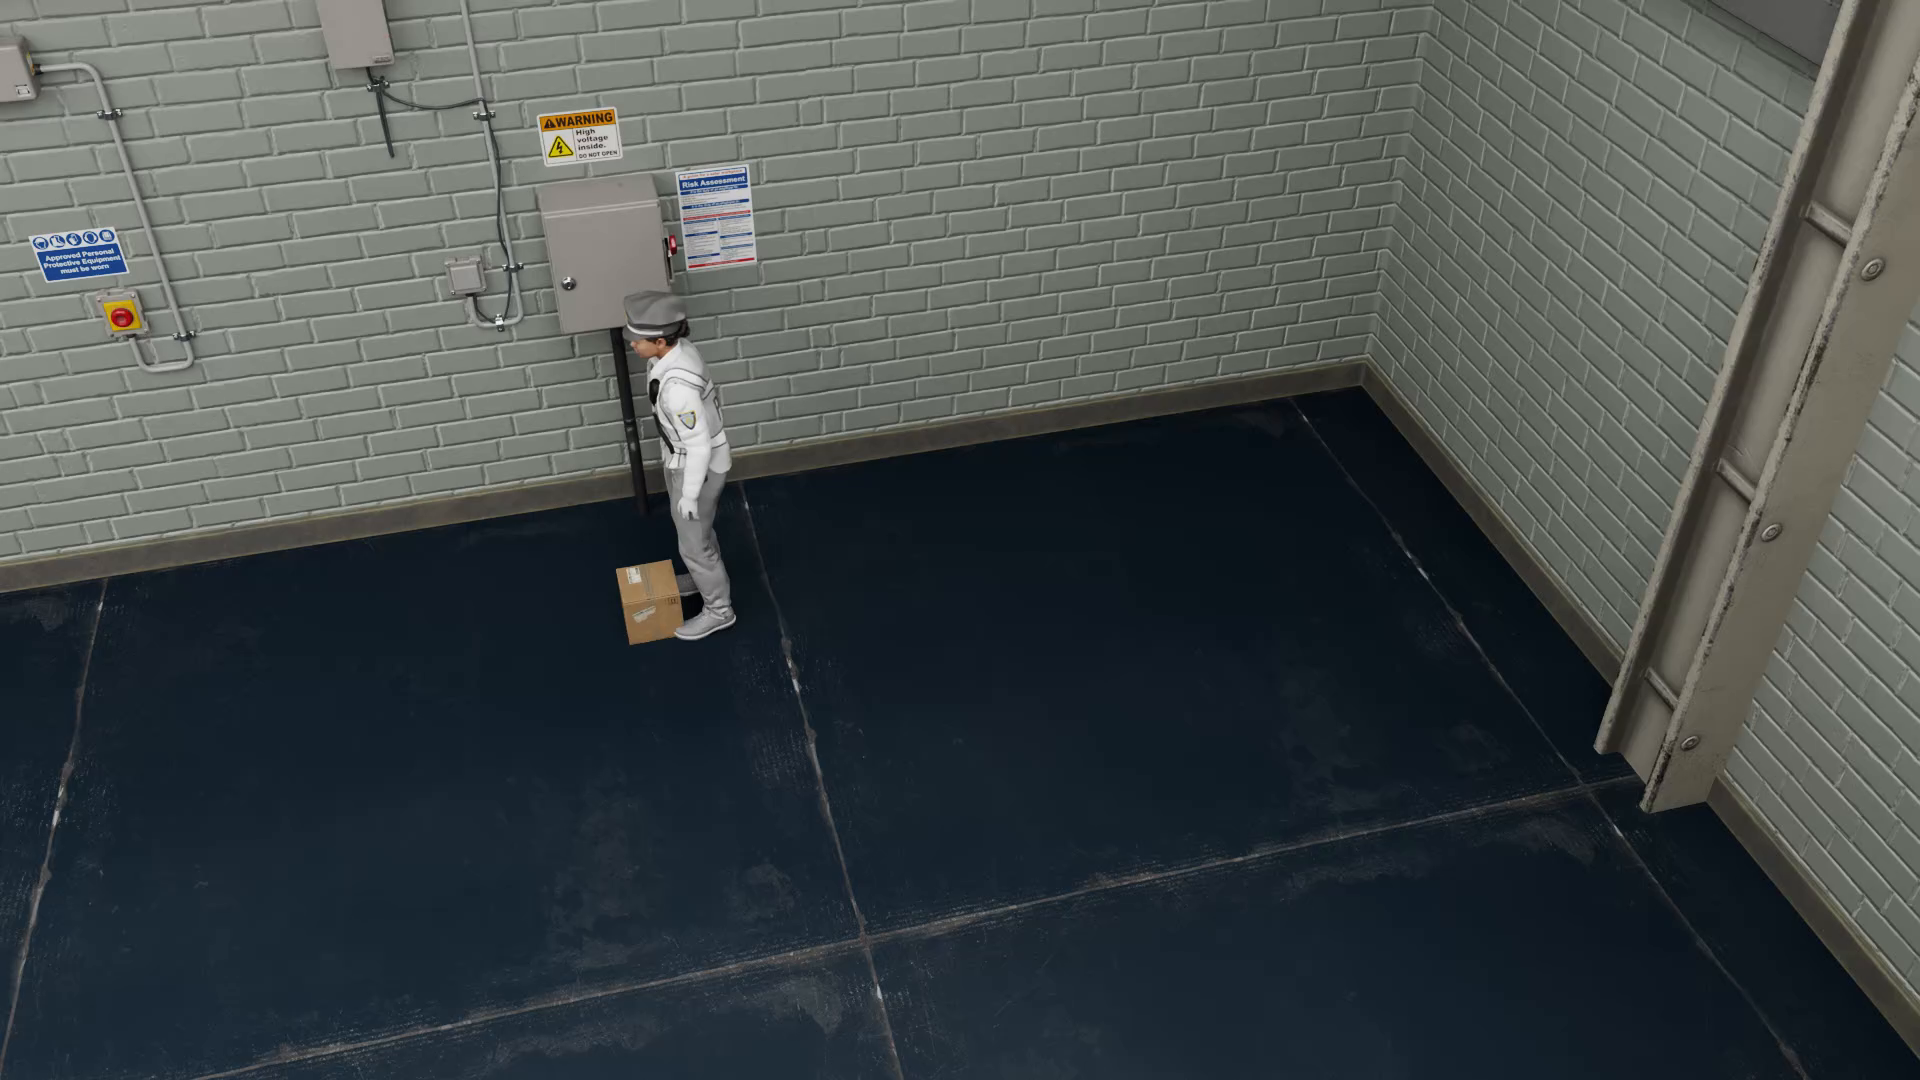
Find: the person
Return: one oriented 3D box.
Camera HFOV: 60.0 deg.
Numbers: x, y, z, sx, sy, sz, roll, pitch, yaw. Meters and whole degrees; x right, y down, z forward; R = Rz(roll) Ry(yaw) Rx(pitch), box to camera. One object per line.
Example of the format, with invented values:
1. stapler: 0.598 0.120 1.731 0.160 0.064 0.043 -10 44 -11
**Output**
1. person: -1.157 -0.238 7.171 0.352 1.464 0.538 -10 40 -13
